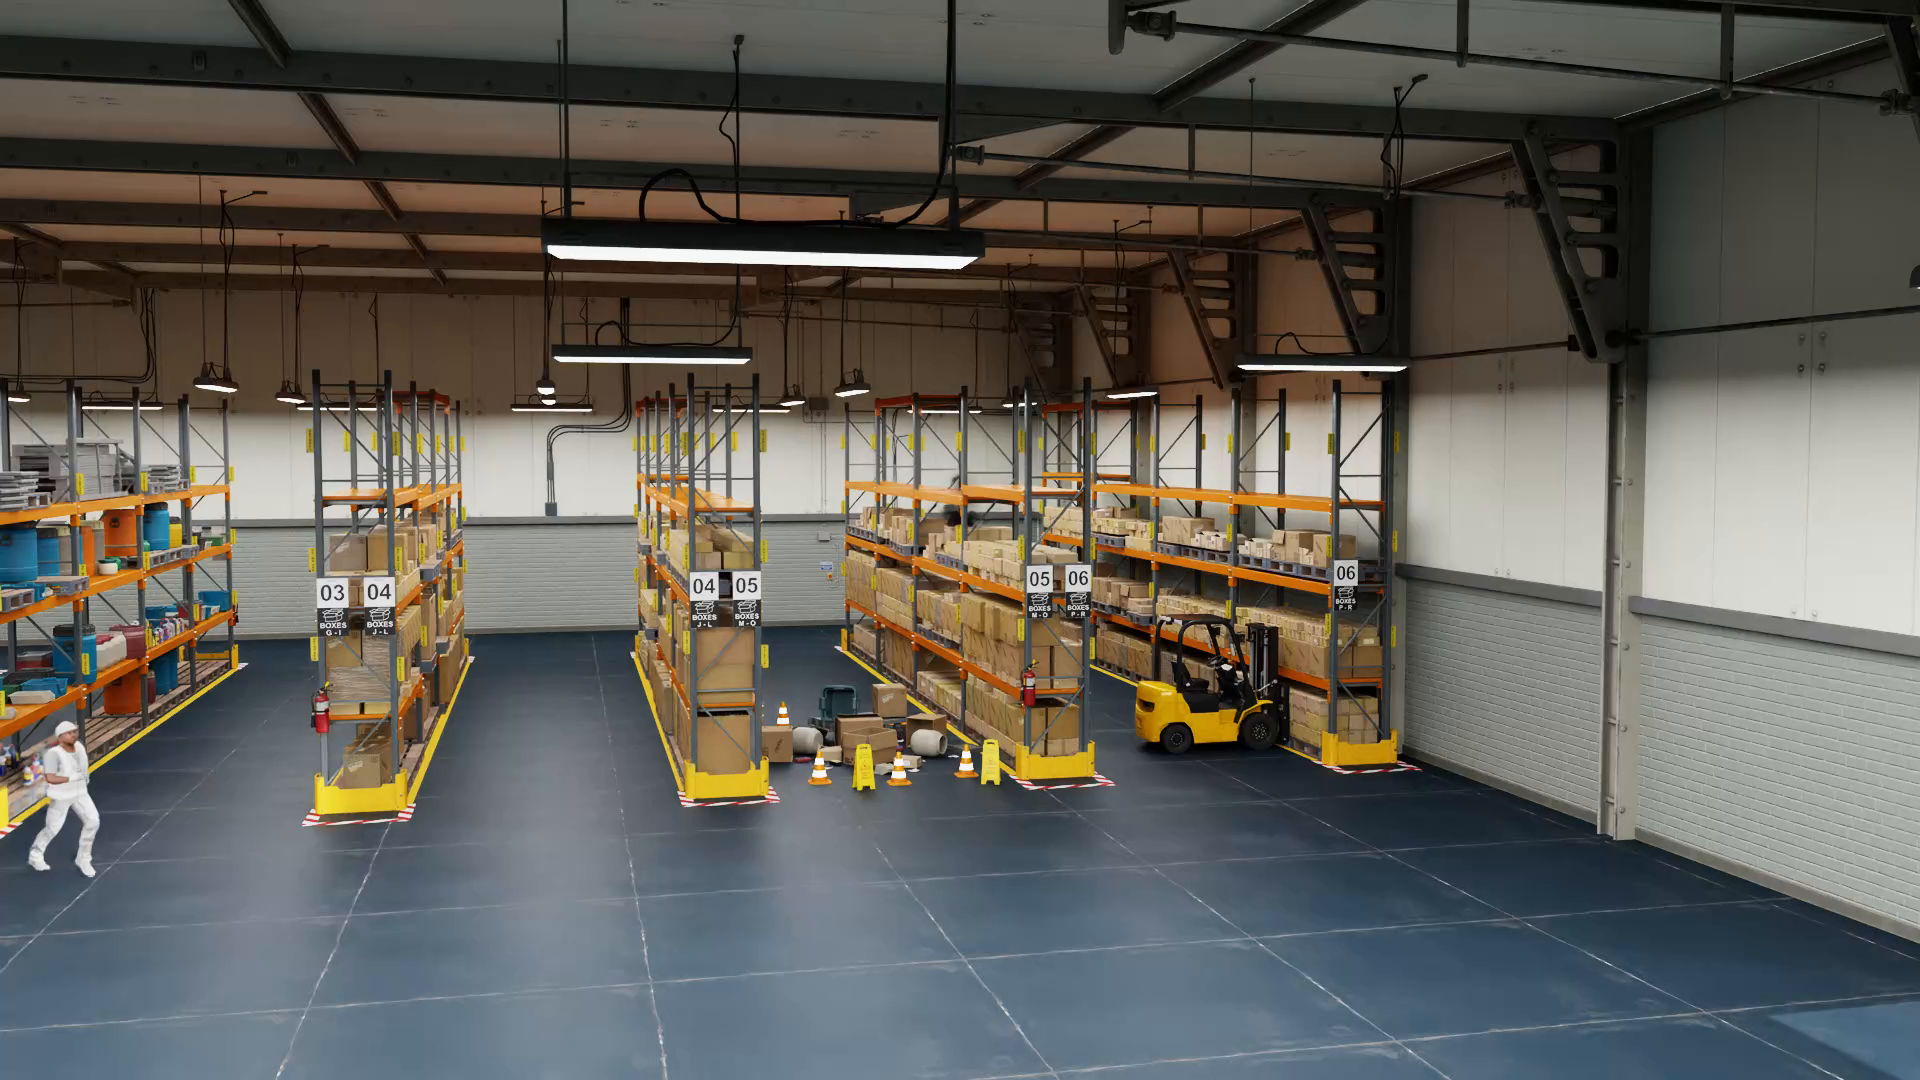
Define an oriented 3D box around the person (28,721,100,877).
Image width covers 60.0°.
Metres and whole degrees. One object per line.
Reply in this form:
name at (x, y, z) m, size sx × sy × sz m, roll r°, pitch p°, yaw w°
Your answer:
person at (-10.358, 3.000, 19.290) m, size 0.914 × 1.824 × 0.696 m, roll 1°, pitch 4°, yaw 21°
